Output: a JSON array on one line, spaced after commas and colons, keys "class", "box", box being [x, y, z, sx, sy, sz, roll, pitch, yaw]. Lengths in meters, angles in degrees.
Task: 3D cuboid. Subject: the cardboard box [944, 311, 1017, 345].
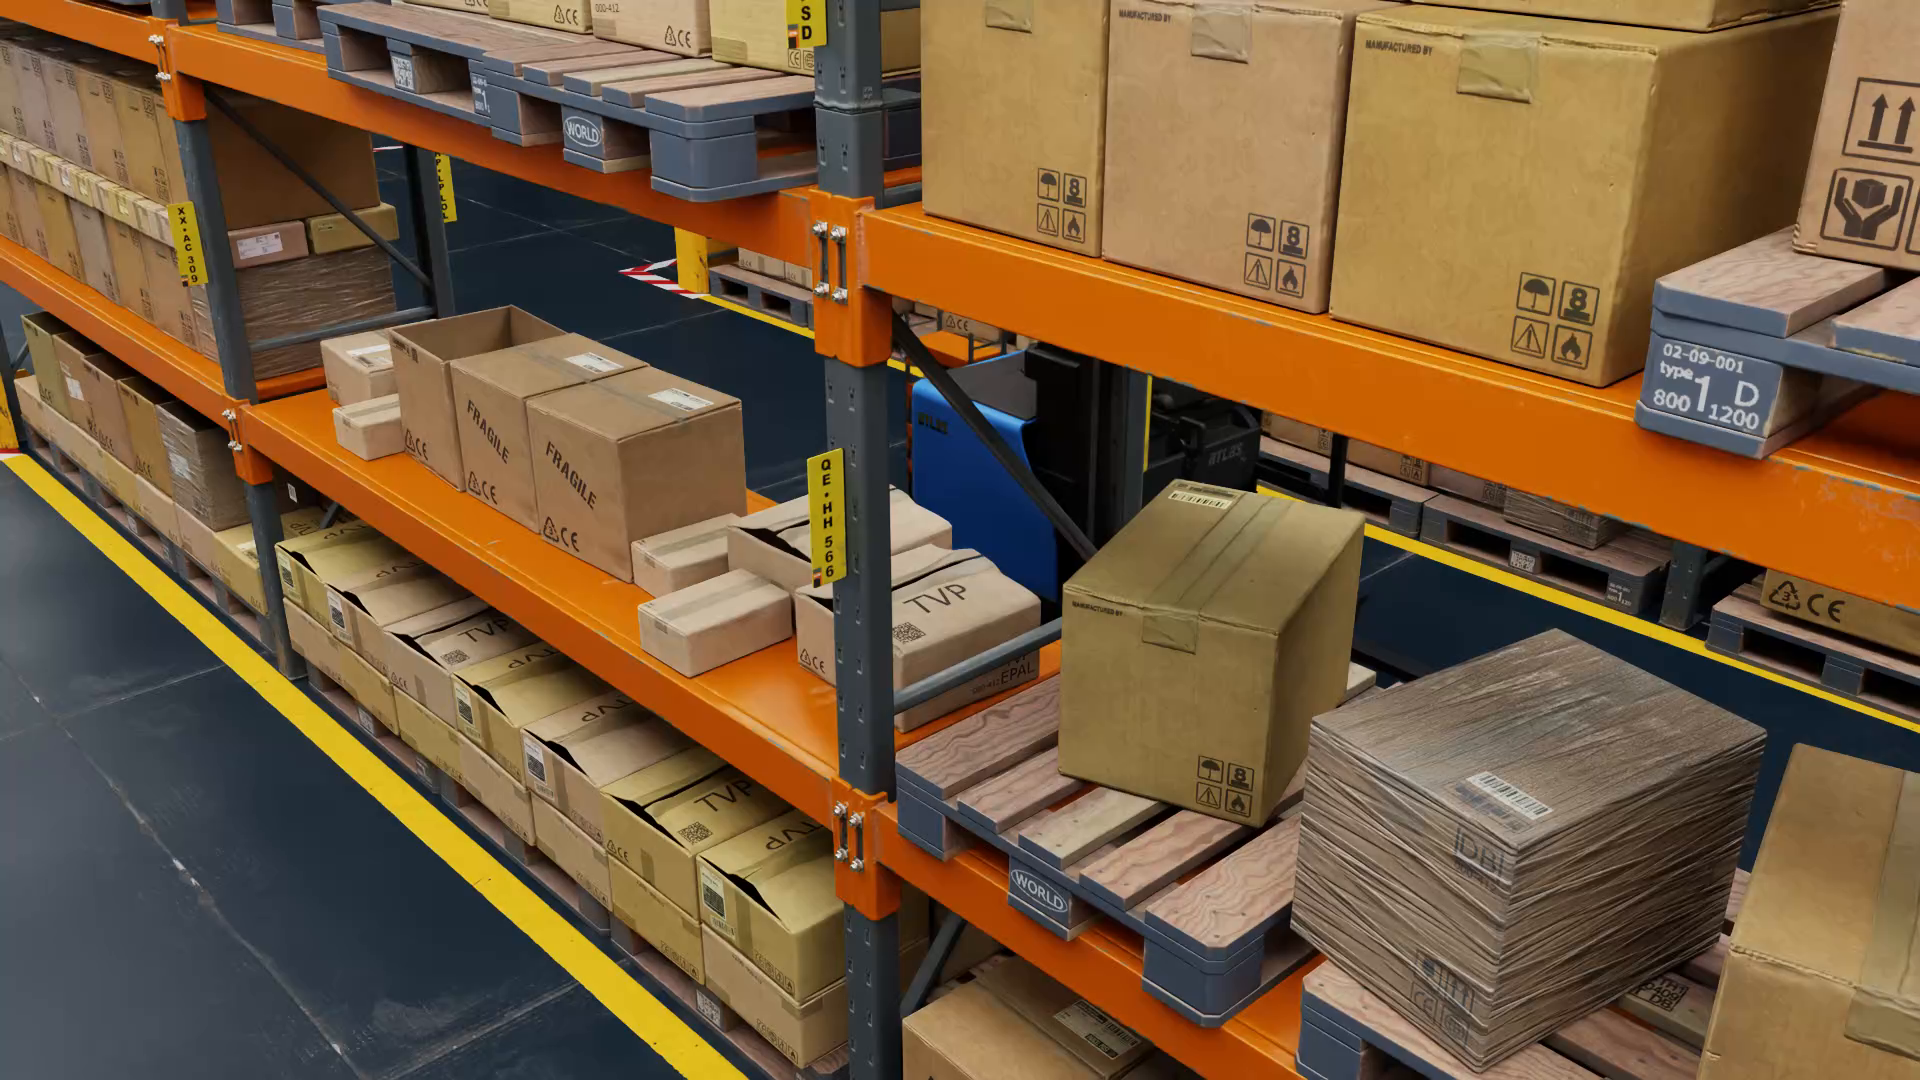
[{"class": "cardboard box", "box": [0.237, -1.664, 11.266, 0.500, 0.500, 0.500, 21, 32, 38]}]

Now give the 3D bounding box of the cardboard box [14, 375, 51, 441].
[{"class": "cardboard box", "box": [-5.168, -0.818, 9.736, 0.500, 0.250, 0.500, -21, 32, -38]}]

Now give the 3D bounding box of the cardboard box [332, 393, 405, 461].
[{"class": "cardboard box", "box": [-2.181, -0.451, 6.428, 0.380, 0.149, 0.250, -21, 32, -38]}]

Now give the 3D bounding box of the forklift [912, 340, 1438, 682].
[{"class": "forklift", "box": [1.105, -0.779, 6.926, 1.130, 2.935, 3.031, -20, 31, -37]}]

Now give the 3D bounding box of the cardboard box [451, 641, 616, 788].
[{"class": "cardboard box", "box": [-1.485, 0.574, 6.009, 0.500, 0.311, 0.500, -20, 31, -37]}]

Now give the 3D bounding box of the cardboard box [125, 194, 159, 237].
[{"class": "cardboard box", "box": [-3.509, -1.487, 7.495, 0.380, 0.149, 0.250, -21, 32, -39]}]

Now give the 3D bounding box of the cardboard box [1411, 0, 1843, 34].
[{"class": "cardboard box", "box": [1.087, -1.102, 2.613, 0.500, 0.500, 0.500, -21, 32, -38]}]

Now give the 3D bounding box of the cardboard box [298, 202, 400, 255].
[{"class": "cardboard box", "box": [-2.680, -1.369, 7.235, 0.380, 0.149, 0.250, -21, 32, -39]}]

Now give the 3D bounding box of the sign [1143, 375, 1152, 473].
[{"class": "sign", "box": [0.486, -0.328, 4.554, 0.100, 0.325, 0.005, -21, 32, -38]}]

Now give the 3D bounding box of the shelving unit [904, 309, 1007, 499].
[{"class": "shelving unit", "box": [-0.025, -0.562, 8.537, 0.258, 1.200, 0.503, -20, 31, -37]}]

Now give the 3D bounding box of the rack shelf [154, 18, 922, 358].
[{"class": "rack shelf", "box": [-1.271, -1.323, 5.289, 1.077, 0.370, 4.000, -21, 32, -38]}]

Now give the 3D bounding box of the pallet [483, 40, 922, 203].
[{"class": "pallet", "box": [-0.433, -1.139, 4.246, 1.213, 0.211, 1.003, -19, 31, -36]}]

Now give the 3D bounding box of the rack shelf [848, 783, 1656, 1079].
[{"class": "rack shelf", "box": [1.463, 1.253, 3.256, 1.077, 0.370, 4.000, -21, 32, -38]}]

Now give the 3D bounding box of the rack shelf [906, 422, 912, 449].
[{"class": "rack shelf", "box": [-0.025, -0.501, 8.565, 0.258, 0.148, 0.480, -20, 31, -37]}]

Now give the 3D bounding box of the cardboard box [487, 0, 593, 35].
[{"class": "cardboard box", "box": [-1.009, -1.619, 4.746, 0.500, 0.250, 0.500, -22, 32, -39]}]

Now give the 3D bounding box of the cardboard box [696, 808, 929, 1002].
[{"class": "cardboard box", "box": [-0.442, 1.036, 4.996, 0.500, 0.311, 0.500, -20, 31, -37]}]

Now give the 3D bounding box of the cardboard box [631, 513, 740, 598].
[{"class": "cardboard box", "box": [-0.817, 0.064, 5.299, 0.380, 0.149, 0.250, -18, 30, -35]}]

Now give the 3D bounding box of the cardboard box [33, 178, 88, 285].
[{"class": "cardboard box", "box": [-4.364, -1.694, 8.730, 0.700, 0.500, 0.500, -21, 32, -38]}]

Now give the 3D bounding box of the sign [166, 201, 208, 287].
[{"class": "sign", "box": [-3.042, -1.164, 6.549, 0.100, 0.325, 0.005, -21, 32, -38]}]

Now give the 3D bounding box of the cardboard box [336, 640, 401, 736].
[{"class": "cardboard box", "box": [-2.195, 0.516, 6.812, 0.500, 0.250, 0.500, -20, 31, -37]}]

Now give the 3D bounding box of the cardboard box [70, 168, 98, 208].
[{"class": "cardboard box", "box": [-4.030, -1.719, 8.002, 0.380, 0.149, 0.250, -20, 31, -37]}]

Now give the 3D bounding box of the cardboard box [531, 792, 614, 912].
[{"class": "cardboard box", "box": [-1.138, 0.981, 5.792, 0.500, 0.250, 0.500, -20, 31, -37]}]

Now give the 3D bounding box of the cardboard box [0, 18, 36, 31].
[{"class": "cardboard box", "box": [-5.026, -2.578, 9.104, 0.700, 0.500, 0.500, -21, 32, -38]}]

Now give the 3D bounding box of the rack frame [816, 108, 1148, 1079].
[{"class": "rack frame", "box": [0.096, 0.320, 4.435, 1.000, 3.000, 0.127, -21, 32, -38]}]

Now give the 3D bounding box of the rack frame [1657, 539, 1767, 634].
[{"class": "rack frame", "box": [3.710, -1.086, 7.517, 1.000, 3.000, 0.127, -21, 32, -38]}]

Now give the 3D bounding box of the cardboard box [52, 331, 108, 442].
[{"class": "cardboard box", "box": [-4.473, -0.861, 8.926, 0.500, 0.500, 0.500, -21, 32, -38]}]

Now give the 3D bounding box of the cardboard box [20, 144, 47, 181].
[{"class": "cardboard box", "box": [-4.554, -1.952, 8.513, 0.250, 0.149, 0.380, 23, 33, 40]}]

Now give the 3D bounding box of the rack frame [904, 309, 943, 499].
[{"class": "rack frame", "box": [-0.186, -0.639, 8.704, 0.240, 1.200, 0.015, -20, 31, -37]}]

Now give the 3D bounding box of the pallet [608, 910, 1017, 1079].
[{"class": "pallet", "box": [-0.438, 1.328, 5.584, 1.003, 0.211, 1.213, -21, 32, -38]}]

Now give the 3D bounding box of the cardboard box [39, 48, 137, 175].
[{"class": "cardboard box", "box": [-3.975, -2.116, 8.092, 0.700, 0.500, 0.500, -21, 32, -38]}]

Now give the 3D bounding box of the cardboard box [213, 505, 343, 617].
[{"class": "cardboard box", "box": [-3.114, 0.090, 7.747, 0.500, 0.250, 0.500, -21, 32, -38]}]

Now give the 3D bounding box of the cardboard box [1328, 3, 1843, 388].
[{"class": "cardboard box", "box": [1.123, -0.656, 2.838, 0.910, 0.500, 0.500, -21, 32, -38]}]

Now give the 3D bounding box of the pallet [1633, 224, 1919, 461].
[{"class": "pallet", "box": [1.725, -0.278, 2.358, 1.213, 0.211, 1.003, -21, 32, -38]}]

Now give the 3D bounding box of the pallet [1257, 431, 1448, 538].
[{"class": "pallet", "box": [2.347, -0.424, 9.426, 1.003, 0.211, 1.213, -21, 32, -38]}]

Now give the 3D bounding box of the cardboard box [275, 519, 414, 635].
[{"class": "cardboard box", "box": [-2.537, 0.109, 7.029, 0.500, 0.311, 0.500, -21, 32, -38]}]

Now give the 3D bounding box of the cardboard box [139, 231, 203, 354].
[{"class": "cardboard box", "box": [-3.311, -1.228, 7.707, 0.700, 0.500, 0.500, -22, 32, -39]}]

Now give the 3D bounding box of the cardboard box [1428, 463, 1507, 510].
[{"class": "cardboard box", "box": [2.912, -0.542, 8.805, 0.700, 0.500, 0.500, -21, 32, -39]}]

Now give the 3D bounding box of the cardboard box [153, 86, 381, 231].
[{"class": "cardboard box", "box": [-2.946, -1.660, 7.092, 0.700, 0.500, 0.500, -21, 32, -38]}]

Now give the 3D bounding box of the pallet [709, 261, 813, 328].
[{"class": "pallet", "box": [-1.177, -1.962, 12.797, 1.003, 0.211, 1.213, -21, 32, -38]}]

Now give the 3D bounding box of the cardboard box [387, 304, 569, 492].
[{"class": "cardboard box", "box": [-1.765, -0.540, 6.200, 0.500, 0.500, 0.500, -19, 30, -35]}]

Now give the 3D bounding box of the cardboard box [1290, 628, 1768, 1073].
[{"class": "cardboard box", "box": [1.095, 0.574, 3.252, 0.700, 0.500, 0.500, -15, 28, -29]}]

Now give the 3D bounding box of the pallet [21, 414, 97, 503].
[{"class": "pallet", "box": [-4.818, -0.615, 9.844, 1.003, 0.211, 1.213, -21, 32, -38]}]

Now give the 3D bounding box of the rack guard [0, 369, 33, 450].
[{"class": "rack guard", "box": [-5.388, -0.974, 10.282, 1.175, 0.500, 0.348, -21, 32, -38]}]

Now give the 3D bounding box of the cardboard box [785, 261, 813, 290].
[{"class": "cardboard box", "box": [-0.961, -2.079, 12.403, 0.500, 0.311, 0.500, -18, 30, -34]}]

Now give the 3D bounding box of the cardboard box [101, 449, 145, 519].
[{"class": "cardboard box", "box": [-4.144, -0.363, 8.739, 0.500, 0.250, 0.500, -21, 32, -38]}]

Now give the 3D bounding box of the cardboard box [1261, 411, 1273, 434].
[{"class": "cardboard box", "box": [1.881, -1.001, 9.811, 0.700, 0.500, 0.500, -22, 32, -39]}]

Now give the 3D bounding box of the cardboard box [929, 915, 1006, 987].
[{"class": "cardboard box", "box": [-0.047, 1.138, 5.449, 0.500, 0.250, 0.500, -21, 32, -39]}]

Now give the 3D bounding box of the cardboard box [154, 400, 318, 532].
[{"class": "cardboard box", "box": [-3.448, -0.406, 7.930, 0.500, 0.500, 0.500, -21, 32, -38]}]
